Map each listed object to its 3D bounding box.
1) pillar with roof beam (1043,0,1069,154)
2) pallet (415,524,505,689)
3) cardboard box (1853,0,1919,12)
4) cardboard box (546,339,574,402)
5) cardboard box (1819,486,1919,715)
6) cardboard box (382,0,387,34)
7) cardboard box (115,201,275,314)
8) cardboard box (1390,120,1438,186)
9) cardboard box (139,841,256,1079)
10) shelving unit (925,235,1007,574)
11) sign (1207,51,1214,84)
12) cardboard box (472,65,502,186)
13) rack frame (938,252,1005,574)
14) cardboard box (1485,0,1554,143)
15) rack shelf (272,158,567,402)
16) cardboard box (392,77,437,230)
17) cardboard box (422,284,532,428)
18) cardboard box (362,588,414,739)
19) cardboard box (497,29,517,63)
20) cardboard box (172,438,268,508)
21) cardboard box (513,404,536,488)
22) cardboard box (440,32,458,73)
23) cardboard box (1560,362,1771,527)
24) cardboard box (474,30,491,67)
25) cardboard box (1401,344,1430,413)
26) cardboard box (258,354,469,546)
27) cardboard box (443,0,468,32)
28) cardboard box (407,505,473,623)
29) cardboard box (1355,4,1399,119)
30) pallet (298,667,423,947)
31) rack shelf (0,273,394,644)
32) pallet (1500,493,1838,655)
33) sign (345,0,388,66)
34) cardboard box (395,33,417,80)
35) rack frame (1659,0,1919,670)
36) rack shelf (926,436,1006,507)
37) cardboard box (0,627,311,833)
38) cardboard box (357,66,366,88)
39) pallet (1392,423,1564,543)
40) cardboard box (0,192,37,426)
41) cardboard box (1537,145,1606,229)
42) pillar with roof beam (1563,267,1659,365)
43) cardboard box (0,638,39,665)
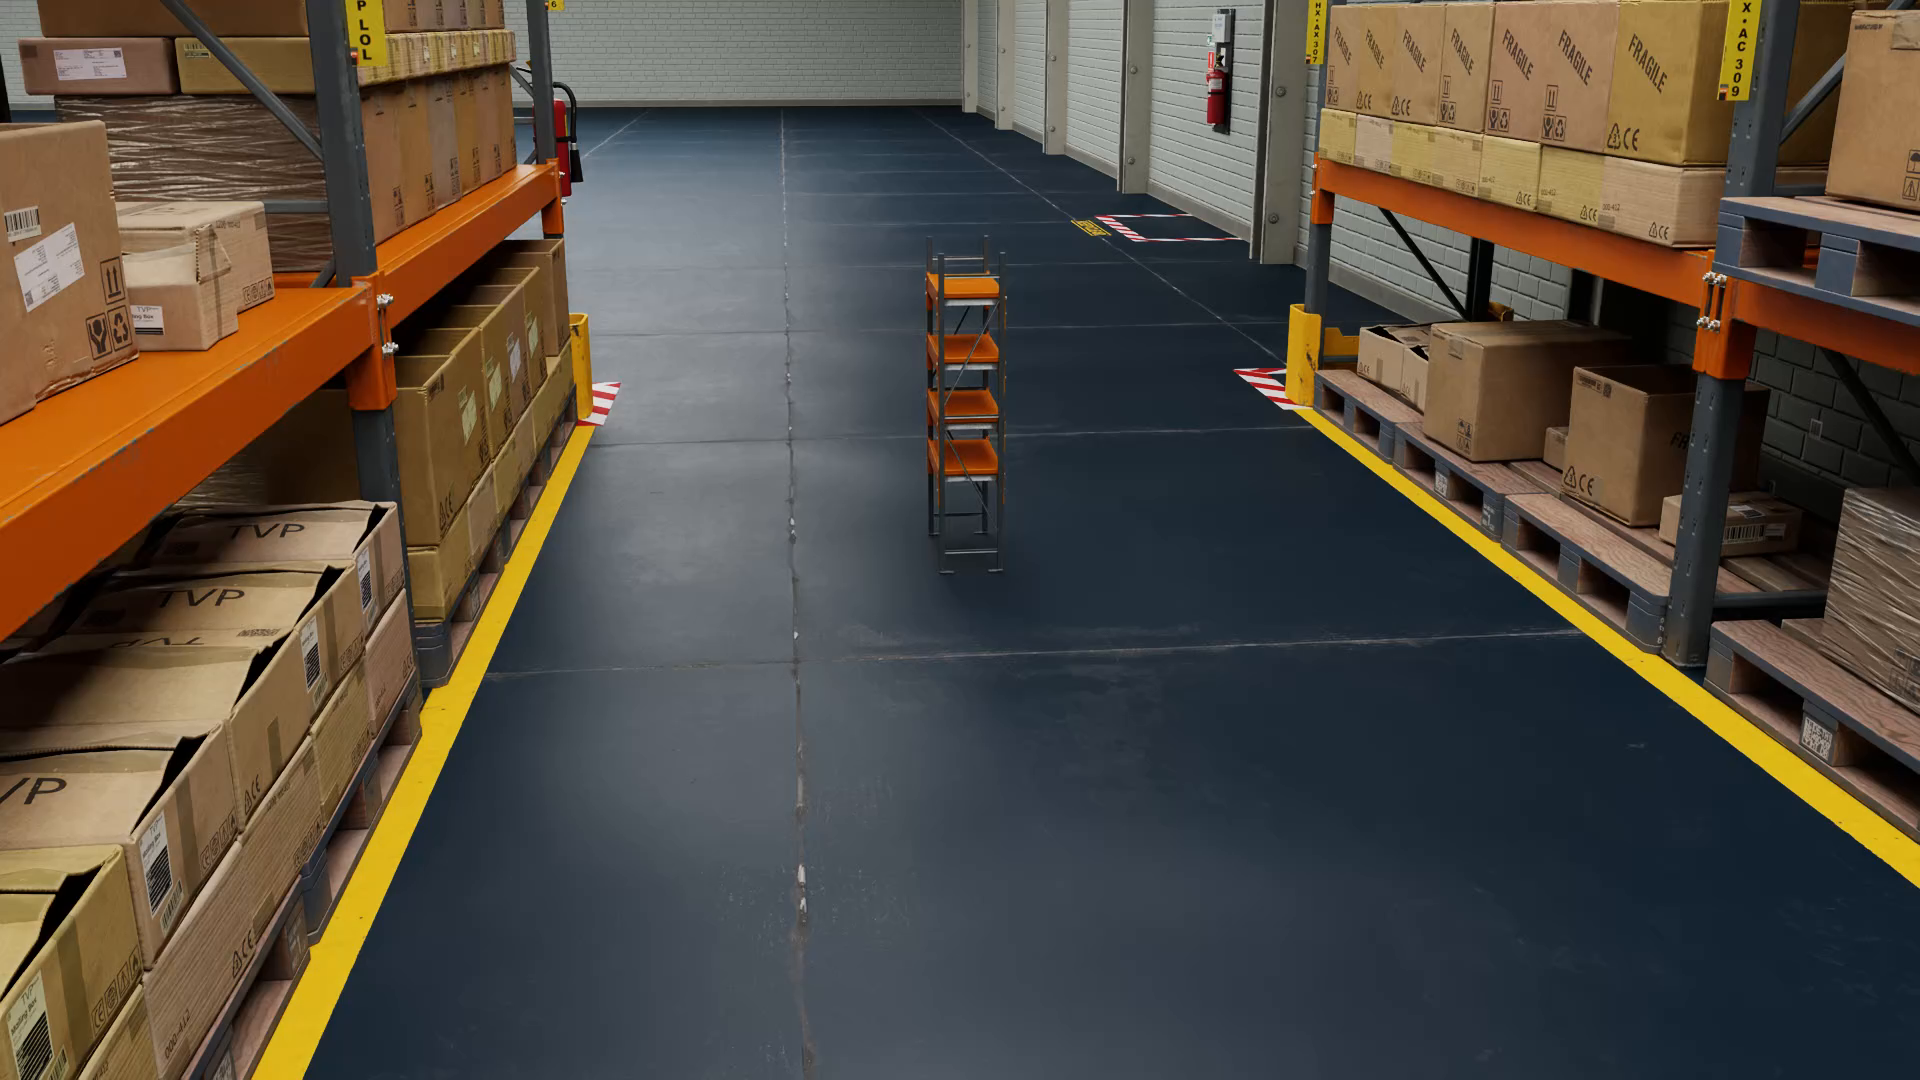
[{"bbox_3d":[-2.817,-10.149,23.980,9.100,9.000,0.400,-2,18,-6],"label":"pillar with roof beam"},{"bbox_3d":[-2.166,0.199,5.689,1.003,0.211,1.213,-2,18,-6],"label":"pallet"},{"bbox_3d":[2.961,-1.489,5.377,0.500,0.500,0.500,-2,18,-7],"label":"cardboard box"},{"bbox_3d":[-2.189,-0.822,8.178,0.500,0.250,0.500,-2,18,-6],"label":"cardboard box"},{"bbox_3d":[2.894,0.155,4.615,0.700,0.500,0.500,-1,17,-4],"label":"cardboard box"},{"bbox_3d":[-2.231,-1.842,5.203,0.700,0.500,0.500,-2,18,-6],"label":"cardboard box"},{"bbox_3d":[-2.031,-0.676,4.072,0.500,0.250,0.500,-1,17,-2],"label":"cardboard box"},{"bbox_3d":[2.238,-1.715,7.349,0.500,0.250,0.500,-2,18,-7],"label":"cardboard box"},{"bbox_3d":[-1.639,0.788,3.048,0.500,0.250,0.500,-1,17,-5],"label":"cardboard box"},{"bbox_3d":[0.017,-0.523,6.340,0.258,1.200,0.503,-2,18,-6],"label":"shelving unit"},{"bbox_3d":[2.531,-4.767,16.793,0.001,0.329,0.234,-2,18,-6],"label":"sign"},{"bbox_3d":[-2.443,-1.836,7.351,0.700,0.500,0.500,-1,17,-4],"label":"cardboard box"},{"bbox_3d":[0.042,-0.450,6.109,0.240,1.200,0.015,-2,18,-6],"label":"rack frame"},{"bbox_3d":[2.347,-1.773,6.281,0.500,0.500,0.500,-2,18,-7],"label":"cardboard box"},{"bbox_3d":[-2.332,-1.145,6.518,1.077,0.370,4.000,-2,18,-6],"label":"rack shelf"},{"bbox_3d":[-2.286,-1.379,5.894,0.700,0.500,0.500,-2,17,-5],"label":"cardboard box"},{"bbox_3d":[-2.019,-0.734,6.643,0.500,0.500,0.500,-2,18,-6],"label":"cardboard box"},{"bbox_3d":[-1.794,0.333,4.496,0.500,0.250,0.500,-2,18,-6],"label":"cardboard box"},{"bbox_3d":[-2.309,-2.334,7.853,0.380,0.149,0.250,-2,18,-7],"label":"cardboard box"},{"bbox_3d":[-2.430,-0.420,5.643,0.500,0.500,0.500,-2,18,-6],"label":"cardboard box"},{"bbox_3d":[-2.022,-0.376,6.755,0.500,0.250,0.500,-2,18,-6],"label":"cardboard box"},{"bbox_3d":[-2.147,-1.872,6.381,0.380,0.149,0.250,-2,18,-6],"label":"cardboard box"},{"bbox_3d":[2.655,-0.372,6.293,0.500,0.500,0.500,-3,18,-10],"label":"cardboard box"},{"bbox_3d":[-2.230,-2.104,7.123,0.380,0.149,0.250,-2,17,-5],"label":"cardboard box"},{"bbox_3d":[2.430,-0.787,7.930,0.500,0.311,0.500,0,17,-1],"label":"cardboard box"},{"bbox_3d":[-1.862,-0.287,5.220,0.500,0.500,0.500,-2,18,-6],"label":"cardboard box"},{"bbox_3d":[-2.384,-2.289,6.628,0.700,0.500,0.500,-2,18,-5],"label":"cardboard box"},{"bbox_3d":[-1.872,0.071,5.331,0.500,0.250,0.500,-2,18,-6],"label":"cardboard box"},{"bbox_3d":[2.180,-2.235,7.754,0.500,0.500,0.500,-2,18,-5],"label":"cardboard box"},{"bbox_3d":[-2.010,0.656,4.235,1.003,0.211,1.213,-2,18,-6],"label":"pallet"},{"bbox_3d":[-1.919,0.046,2.722,1.077,0.370,4.000,-2,18,-6],"label":"rack shelf"},{"bbox_3d":[2.697,0.085,6.055,1.003,0.211,1.213,-2,18,-6],"label":"pallet"},{"bbox_3d":[-1.587,-1.427,4.414,0.100,0.325,0.005,-2,18,-6],"label":"sign"},{"bbox_3d":[-2.067,-1.640,5.644,0.380,0.149,0.250,-2,18,-7],"label":"cardboard box"},{"bbox_3d":[2.802,-1.047,5.004,1.000,3.000,0.127,-2,18,-6],"label":"rack frame"},{"bbox_3d":[0.017,-0.270,6.420,0.258,0.148,0.480,-2,18,-6],"label":"rack shelf"},{"bbox_3d":[-1.689,0.367,3.454,0.500,0.311,0.500,-2,18,-6],"label":"cardboard box"},{"bbox_3d":[-1.986,-1.411,4.913,0.380,0.149,0.250,-2,17,-5],"label":"cardboard box"},{"bbox_3d":[2.568,-0.280,7.216,1.003,0.211,1.213,-2,18,-6],"label":"pallet"},{"bbox_3d":[-1.956,-0.405,2.792,0.500,0.500,0.500,-2,18,-6],"label":"cardboard box"},{"bbox_3d":[2.408,-1.265,5.916,0.500,0.250,0.500,-2,18,-5],"label":"cardboard box"},{"bbox_3d":[-0.960,-4.786,6.898,9.100,9.000,0.400,-2,18,-6],"label":"pillar with roof beam"},{"bbox_3d":[-2.229,0.386,3.394,0.500,0.311,0.500,-2,18,-7],"label":"cardboard box"}]
